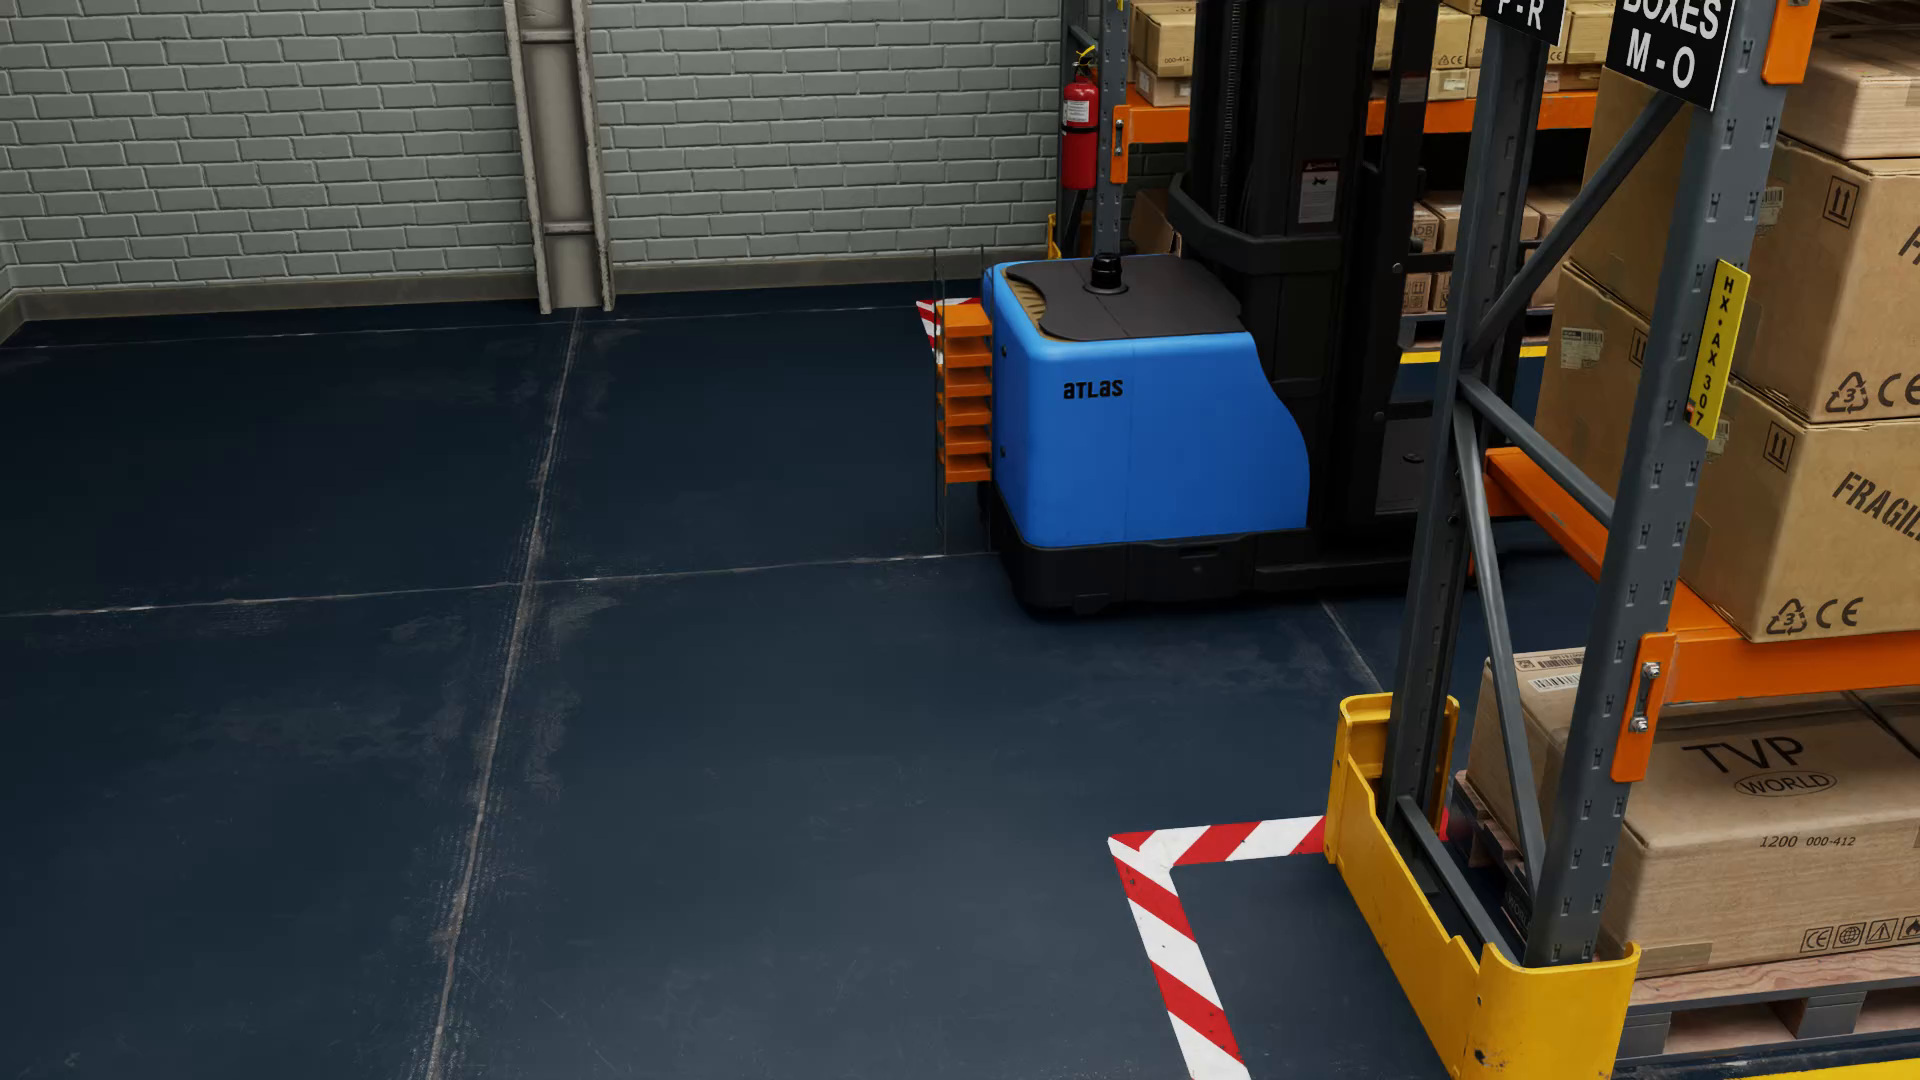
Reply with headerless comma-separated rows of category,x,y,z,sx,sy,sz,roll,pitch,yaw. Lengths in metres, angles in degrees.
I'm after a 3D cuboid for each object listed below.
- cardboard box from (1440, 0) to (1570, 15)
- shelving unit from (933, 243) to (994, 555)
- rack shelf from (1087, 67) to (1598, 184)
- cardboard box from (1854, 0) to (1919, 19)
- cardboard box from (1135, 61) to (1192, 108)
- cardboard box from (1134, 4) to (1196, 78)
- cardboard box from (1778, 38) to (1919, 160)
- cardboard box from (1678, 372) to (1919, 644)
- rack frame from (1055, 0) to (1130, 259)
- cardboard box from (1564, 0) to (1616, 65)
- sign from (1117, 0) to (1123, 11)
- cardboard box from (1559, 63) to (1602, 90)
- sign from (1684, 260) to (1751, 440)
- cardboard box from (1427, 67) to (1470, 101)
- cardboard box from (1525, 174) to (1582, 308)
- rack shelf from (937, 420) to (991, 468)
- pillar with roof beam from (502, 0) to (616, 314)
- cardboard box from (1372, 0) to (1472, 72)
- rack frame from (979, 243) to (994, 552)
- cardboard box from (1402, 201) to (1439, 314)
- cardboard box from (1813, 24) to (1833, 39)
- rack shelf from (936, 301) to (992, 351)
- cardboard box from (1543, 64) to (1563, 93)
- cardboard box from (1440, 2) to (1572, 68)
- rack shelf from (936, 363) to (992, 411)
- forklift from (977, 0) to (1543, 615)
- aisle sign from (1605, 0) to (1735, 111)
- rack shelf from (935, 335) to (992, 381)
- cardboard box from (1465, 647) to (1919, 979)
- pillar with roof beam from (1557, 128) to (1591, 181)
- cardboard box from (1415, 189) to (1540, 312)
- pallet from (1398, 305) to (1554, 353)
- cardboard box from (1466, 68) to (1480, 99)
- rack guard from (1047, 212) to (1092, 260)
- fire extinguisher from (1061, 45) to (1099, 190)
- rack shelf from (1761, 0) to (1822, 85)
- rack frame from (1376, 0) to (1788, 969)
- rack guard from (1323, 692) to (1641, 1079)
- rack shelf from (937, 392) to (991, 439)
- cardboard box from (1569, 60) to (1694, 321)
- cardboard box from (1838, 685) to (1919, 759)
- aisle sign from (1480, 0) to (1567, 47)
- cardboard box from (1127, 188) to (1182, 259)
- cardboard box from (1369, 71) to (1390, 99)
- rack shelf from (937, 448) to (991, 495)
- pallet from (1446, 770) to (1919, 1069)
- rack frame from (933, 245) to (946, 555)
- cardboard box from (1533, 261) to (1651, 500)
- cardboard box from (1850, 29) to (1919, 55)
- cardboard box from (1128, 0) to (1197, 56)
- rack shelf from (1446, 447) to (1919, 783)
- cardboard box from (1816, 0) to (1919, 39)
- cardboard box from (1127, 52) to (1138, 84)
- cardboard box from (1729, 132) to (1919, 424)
cardboard box,2.625,-2.831,7.999,0.500,0.500,0.500,-3,27,-6
shelving unit,0.012,-0.535,6.478,0.189,1.200,0.258,-4,27,-8
rack shelf,2.633,-2.237,8.611,4.000,0.370,1.077,-4,27,-7
cardboard box,2.167,-1.158,3.807,0.250,0.149,0.380,-4,27,-8
cardboard box,1.016,-2.214,8.055,0.250,0.149,0.380,-4,27,-8
cardboard box,1.139,-2.402,7.984,0.500,0.250,0.500,-4,27,-7
cardboard box,1.738,-0.861,3.227,0.250,0.149,0.380,-3,27,-6
cardboard box,1.863,-0.131,3.610,0.500,0.500,0.500,-4,27,-8
rack frame,0.652,-2.429,8.199,0.127,3.000,1.000,-4,27,-7
cardboard box,3.153,-2.542,8.258,0.500,0.250,0.500,-4,27,-7
sign,0.728,-2.569,7.523,0.005,0.325,0.100,-4,27,-7
cardboard box,3.040,-2.384,8.387,0.250,0.149,0.380,-3,27,-6
sign,1.419,-0.355,3.121,0.005,0.325,0.100,-4,27,-7
cardboard box,2.299,-2.274,8.171,0.250,0.149,0.380,-4,27,-9
cardboard box,3.151,-1.603,8.866,0.500,0.500,0.700,-5,28,-9
rack shelf,0.012,-0.388,6.553,0.180,0.103,0.258,-4,27,-8
pillar with roof beam,-1.543,-3.388,3.496,0.400,9.000,9.100,-4,27,-7
cardboard box,2.140,-2.468,8.113,0.500,0.250,0.500,-4,27,-8
rack frame,0.102,-0.541,6.491,0.006,1.200,0.240,-4,27,-8
cardboard box,2.123,-1.537,8.738,0.500,0.500,0.700,-3,27,-5
cardboard box,1.675,-1.077,3.648,0.250,0.149,0.380,-3,27,-6
rack shelf,0.012,-0.815,6.334,0.180,0.103,0.258,-4,27,-8
cardboard box,2.802,-2.347,8.314,0.250,0.149,0.380,-4,27,-7
cardboard box,2.643,-2.510,8.195,0.500,0.250,0.500,-4,27,-8
rack shelf,0.012,-0.602,6.443,0.180,0.103,0.258,-4,27,-8
forklift,1.637,-1.339,6.148,3.031,2.935,1.130,-5,28,-9
aisle sign,1.317,-1.207,2.968,0.004,0.787,0.394,-4,27,-7
rack shelf,0.012,-0.709,6.388,0.180,0.103,0.258,-4,27,-8
cardboard box,1.987,0.680,4.485,0.875,0.438,0.875,-5,28,-9
pillar with roof beam,4.398,-3.770,4.240,0.400,9.000,9.100,-4,27,-7
cardboard box,2.661,-1.525,8.715,0.500,0.500,0.500,-3,27,-6
pallet,2.723,-1.321,9.093,1.213,0.211,1.003,-4,27,-7
cardboard box,2.557,-2.300,8.222,0.250,0.149,0.380,-3,27,-6
rack guard,0.728,-1.322,8.779,0.348,0.500,1.175,-4,27,-7
fire extinguisher,0.571,-2.011,7.876,0.183,0.674,0.296,-4,27,-7
rack shelf,3.328,-1.327,3.554,4.000,0.370,1.077,-4,27,-7
rack frame,1.348,-0.186,3.826,0.127,3.000,1.000,-4,27,-7
rack guard,1.324,0.928,4.394,0.348,0.500,1.175,-4,27,-7
rack shelf,0.012,-0.495,6.498,0.180,0.103,0.258,-4,27,-8
cardboard box,1.792,-0.813,3.845,0.500,0.500,0.500,-3,27,-5
cardboard box,2.892,0.618,4.606,0.875,0.438,0.875,-3,27,-6
aisle sign,1.233,-1.478,3.497,0.004,0.787,0.394,-4,27,-7
cardboard box,1.271,-1.502,8.665,0.637,0.503,0.797,-5,28,-9
cardboard box,2.038,-2.292,8.206,0.250,0.149,0.380,-3,27,-6
rack shelf,0.012,-0.282,6.607,0.180,0.103,0.258,-4,27,-8
pallet,2.129,0.969,4.631,1.213,0.211,1.003,-4,27,-7
rack frame,-0.079,-0.528,6.464,0.006,1.200,0.240,-4,27,-8
cardboard box,1.788,-0.381,4.096,0.500,0.500,0.500,-4,27,-7
cardboard box,1.987,-0.910,3.322,0.250,0.149,0.380,-3,27,-6
cardboard box,1.071,-2.644,8.456,0.500,0.250,0.500,-3,27,-6
rack shelf,3.328,0.007,4.238,4.000,0.370,1.077,-4,27,-7
cardboard box,1.923,-1.104,3.701,0.250,0.149,0.380,-3,27,-6
cardboard box,0.943,-2.460,8.534,0.250,0.149,0.380,-4,27,-8
cardboard box,1.863,-0.577,3.384,0.500,0.500,0.500,-4,27,-8
